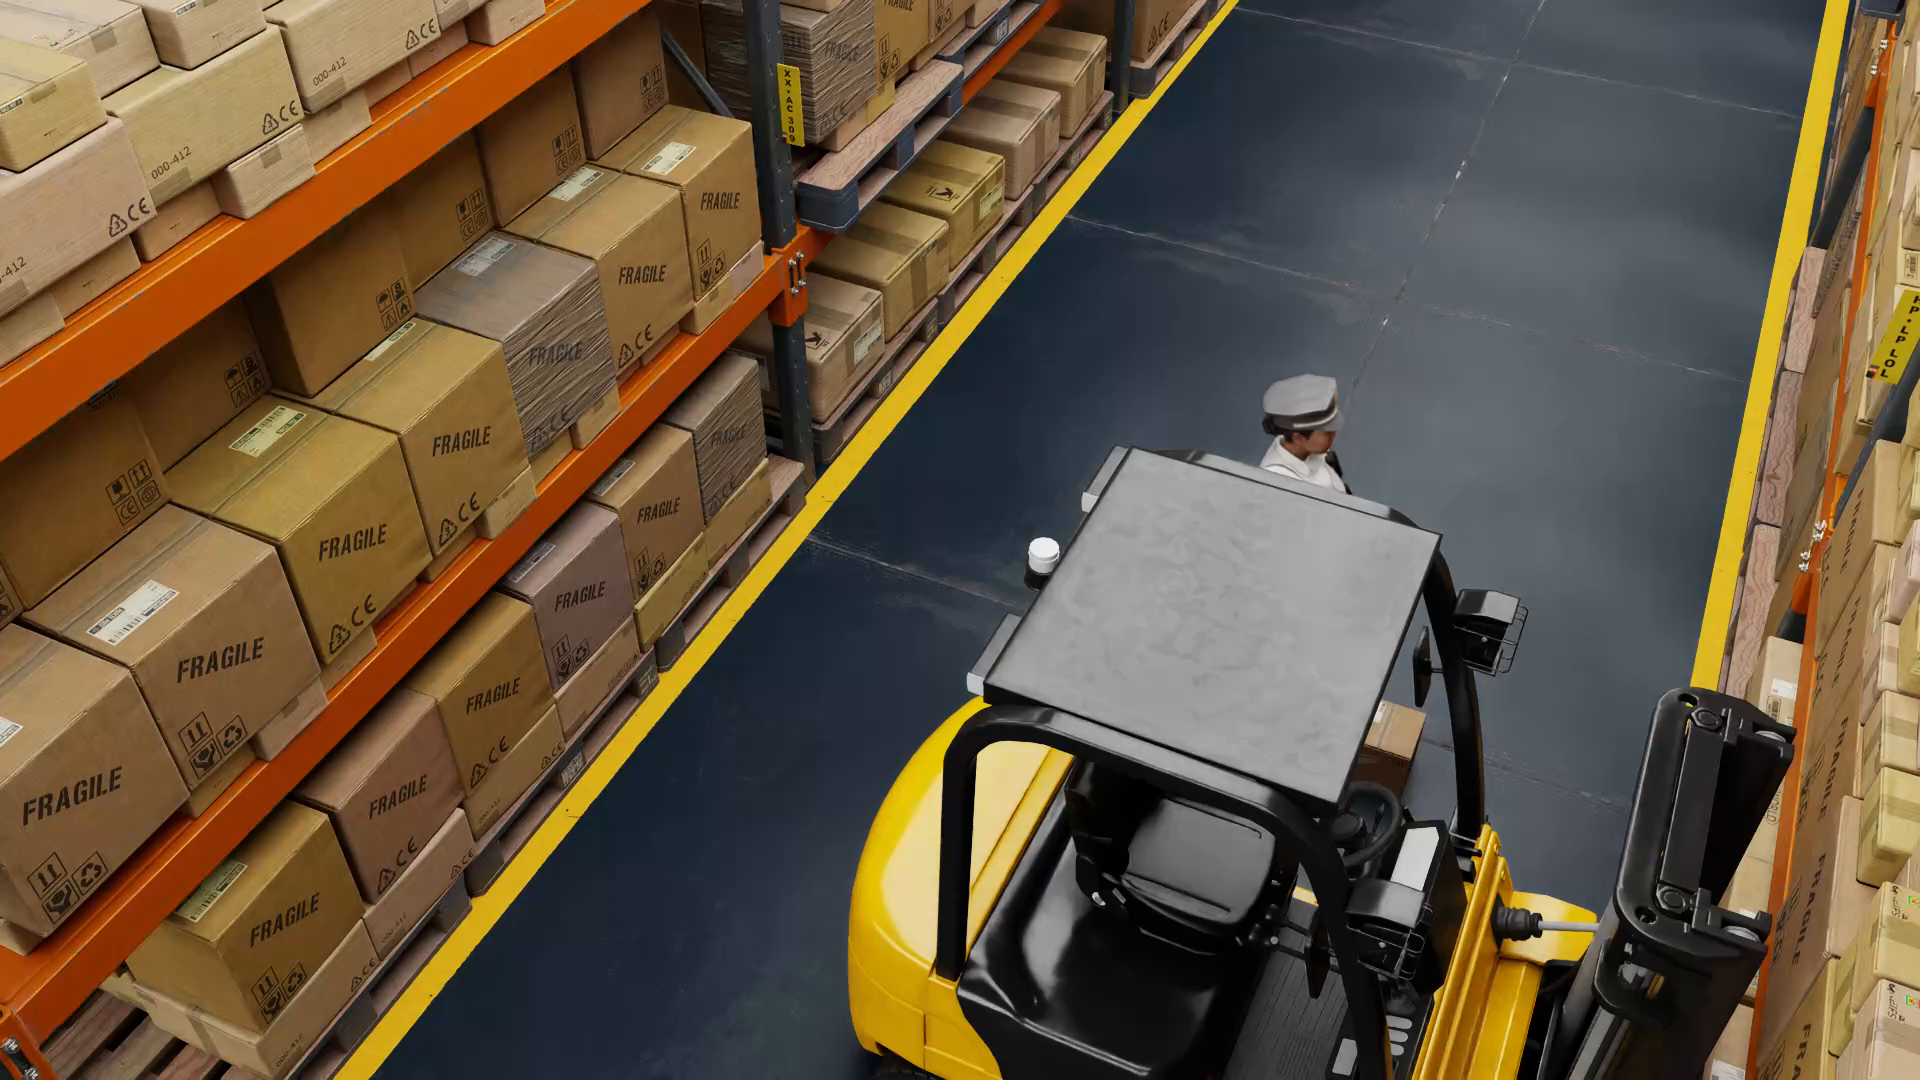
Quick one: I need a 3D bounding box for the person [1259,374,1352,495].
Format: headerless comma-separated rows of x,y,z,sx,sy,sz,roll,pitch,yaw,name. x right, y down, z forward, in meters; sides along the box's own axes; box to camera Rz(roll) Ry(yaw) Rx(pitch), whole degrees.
1.173,0.121,6.015,0.344,1.684,0.467,19,45,19,person
